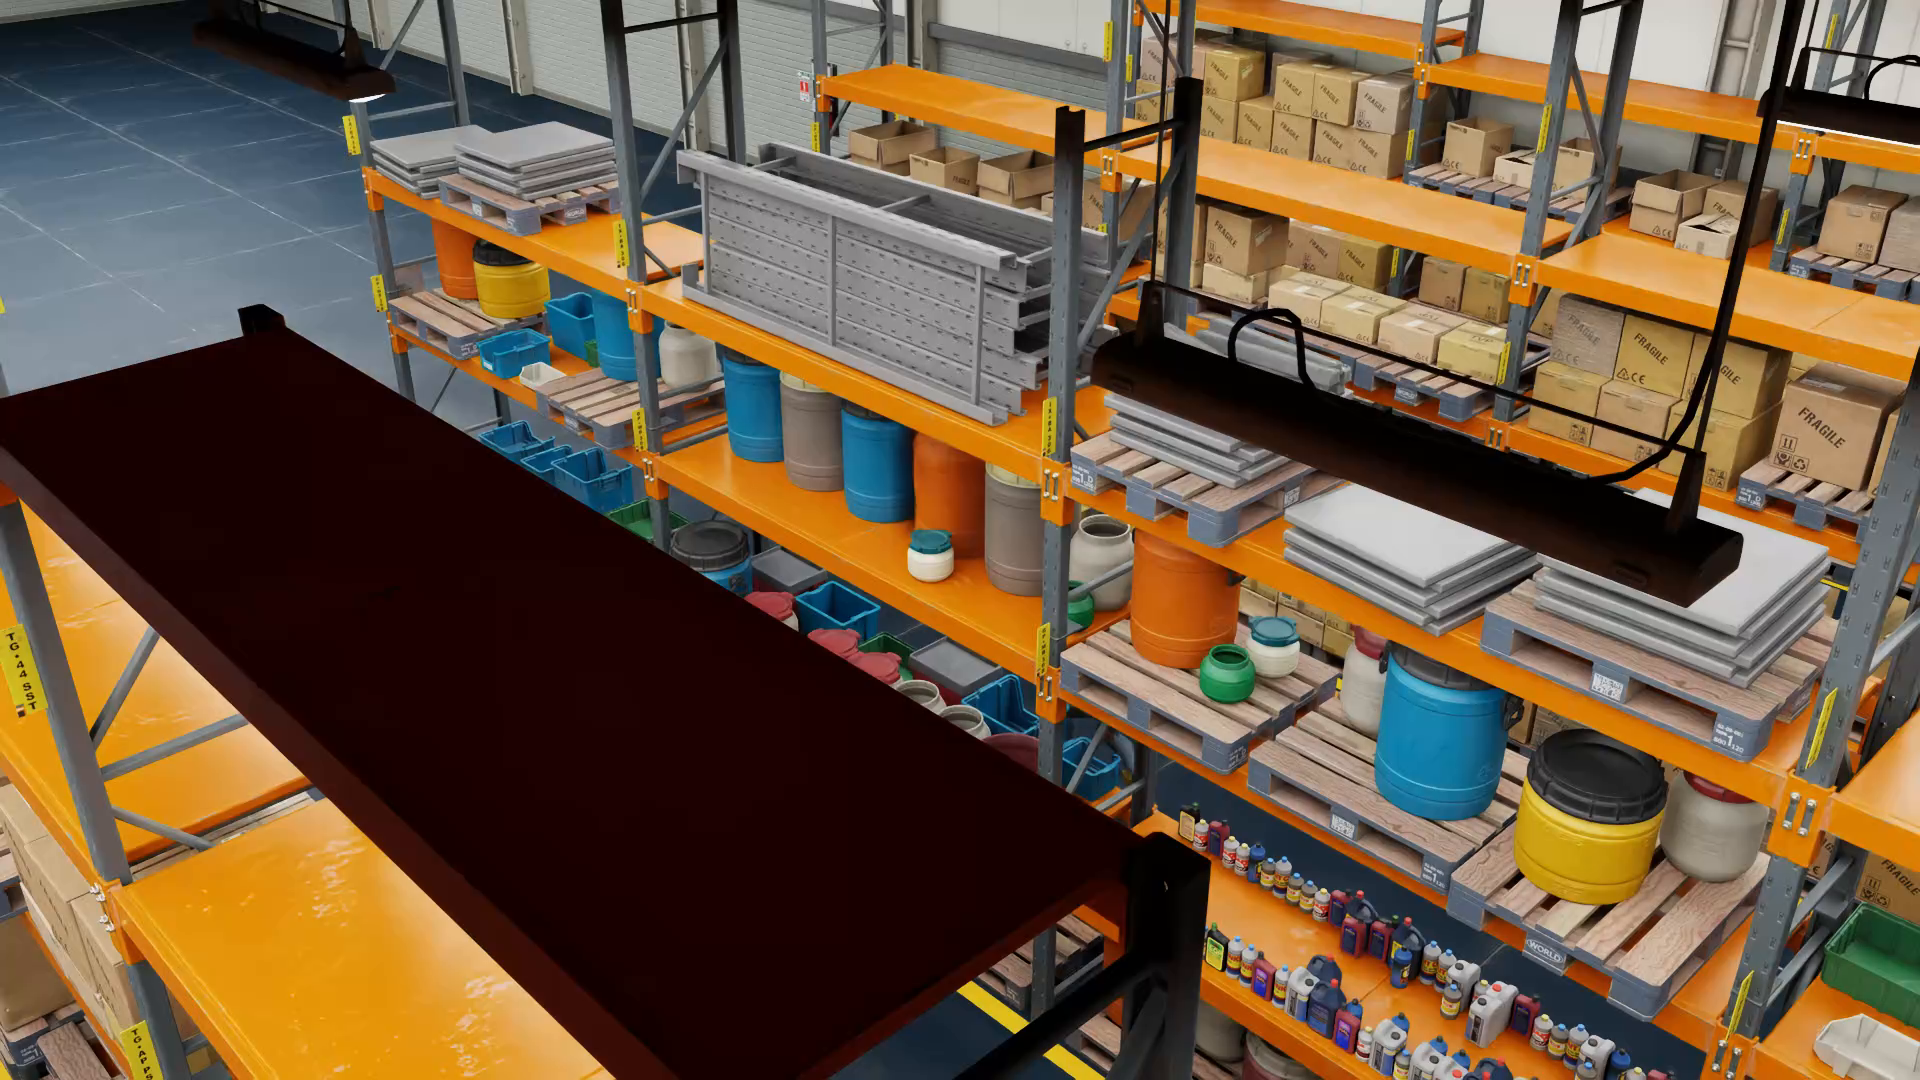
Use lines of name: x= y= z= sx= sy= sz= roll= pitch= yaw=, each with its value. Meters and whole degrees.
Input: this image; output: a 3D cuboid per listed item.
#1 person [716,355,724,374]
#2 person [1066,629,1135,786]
person: x=-3.316 y=-2.858 z=20.437 sx=0.945 sy=1.613 sz=0.530 roll=11 pitch=30 yaw=20
person: x=1.053 y=1.094 z=12.588 sx=1.040 sy=1.552 sz=0.575 roll=23 pitch=36 yaw=36
